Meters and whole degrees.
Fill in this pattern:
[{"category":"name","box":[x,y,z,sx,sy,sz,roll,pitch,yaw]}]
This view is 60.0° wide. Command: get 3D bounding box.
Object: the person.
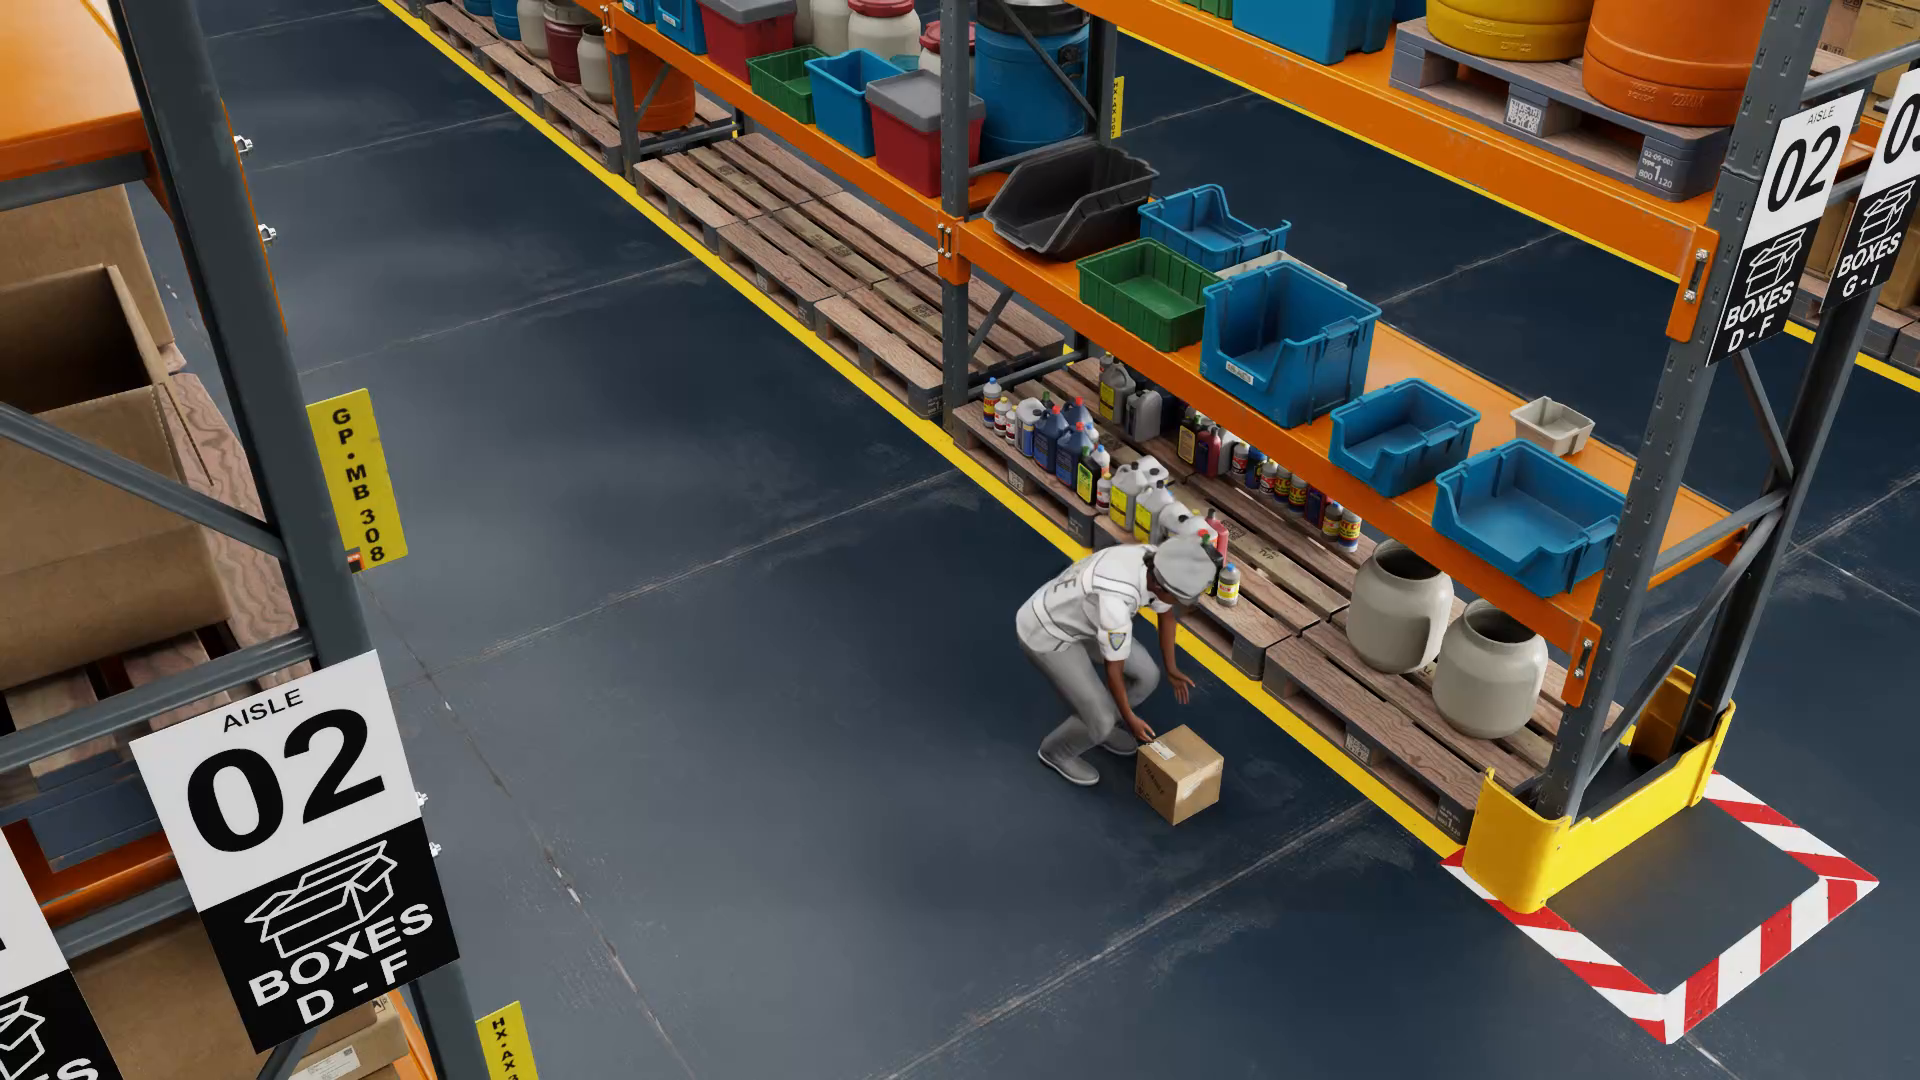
[{"category":"person","box":[0.626,0.444,6.782,0.792,1.218,0.500,24,43,29]}]
